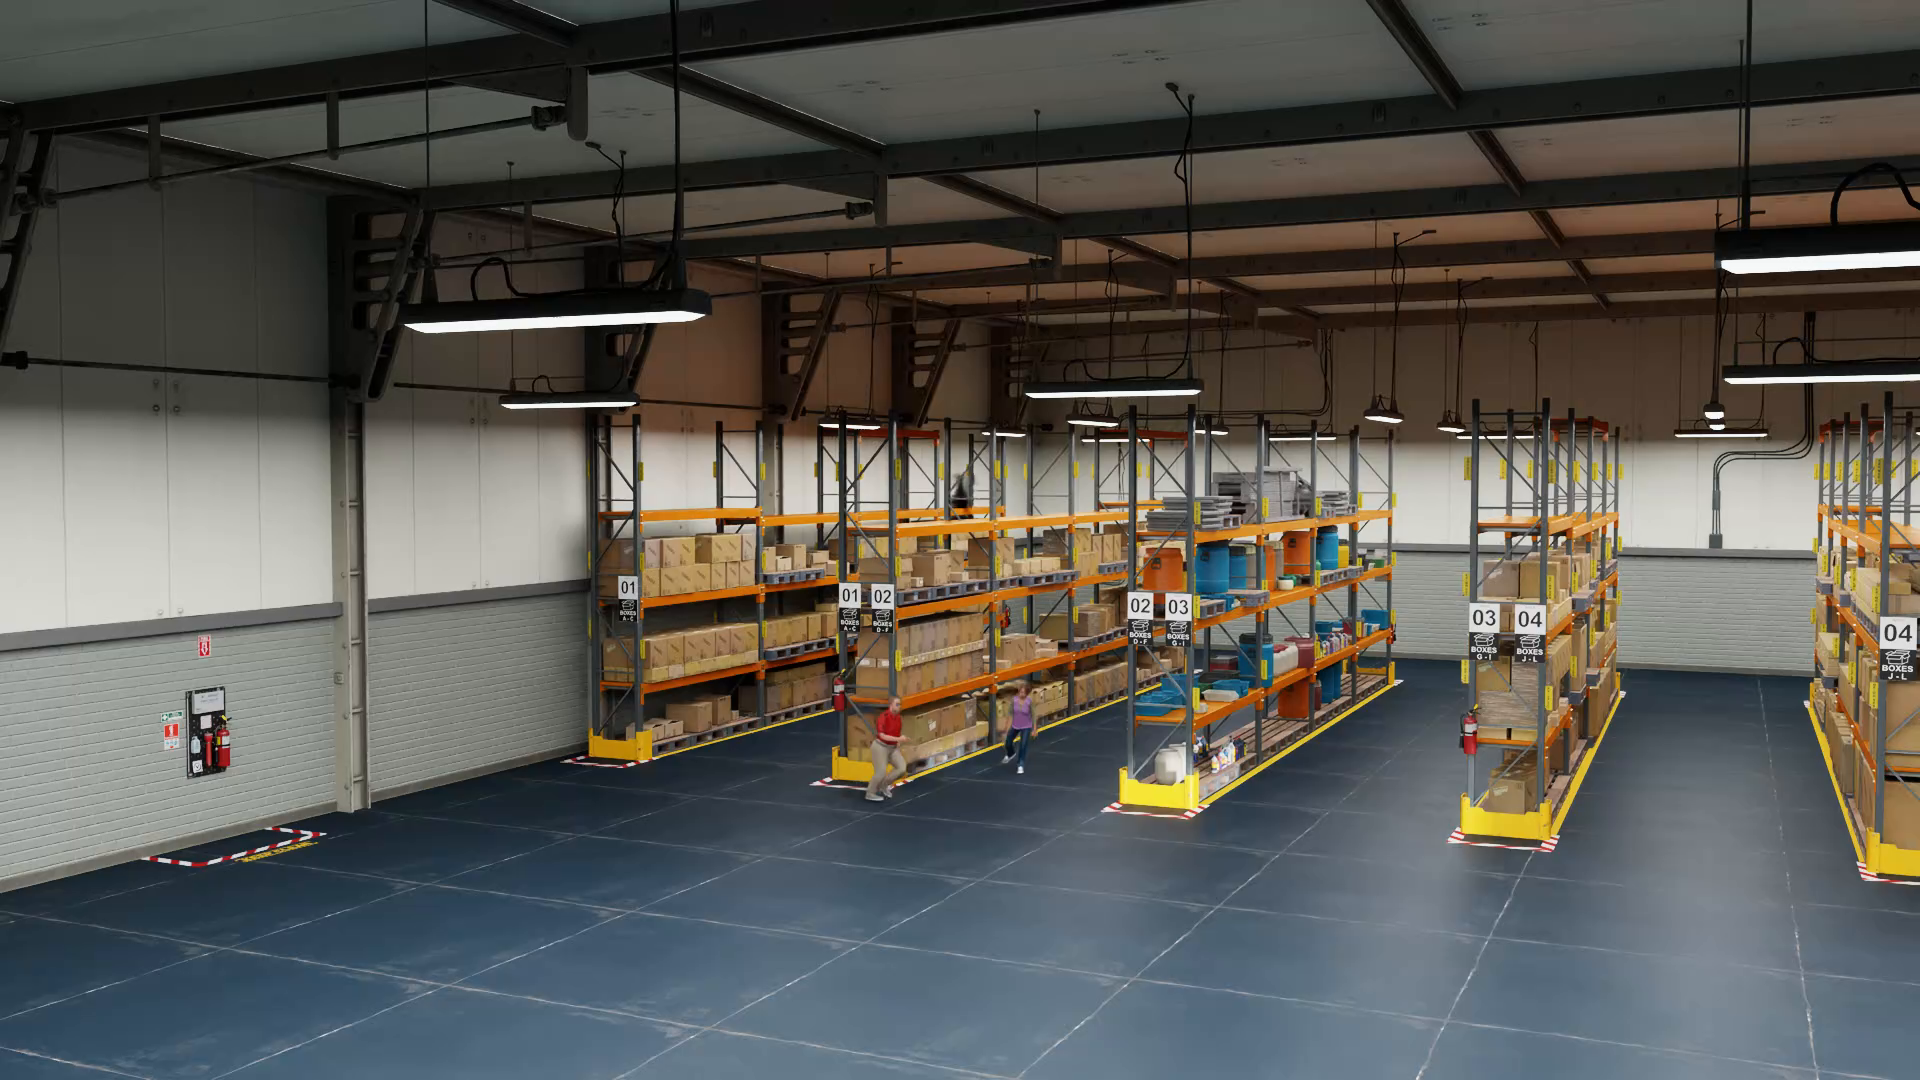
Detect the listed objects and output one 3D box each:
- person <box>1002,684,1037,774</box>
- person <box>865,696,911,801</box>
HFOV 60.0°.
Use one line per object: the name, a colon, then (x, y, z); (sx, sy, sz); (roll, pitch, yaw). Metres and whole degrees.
person: (0.975, 3.103, 27.606); (0.666, 1.506, 0.684); (1, 2, 13)
person: (-1.065, 3.153, 25.102); (0.861, 1.614, 0.665); (2, 3, 37)
